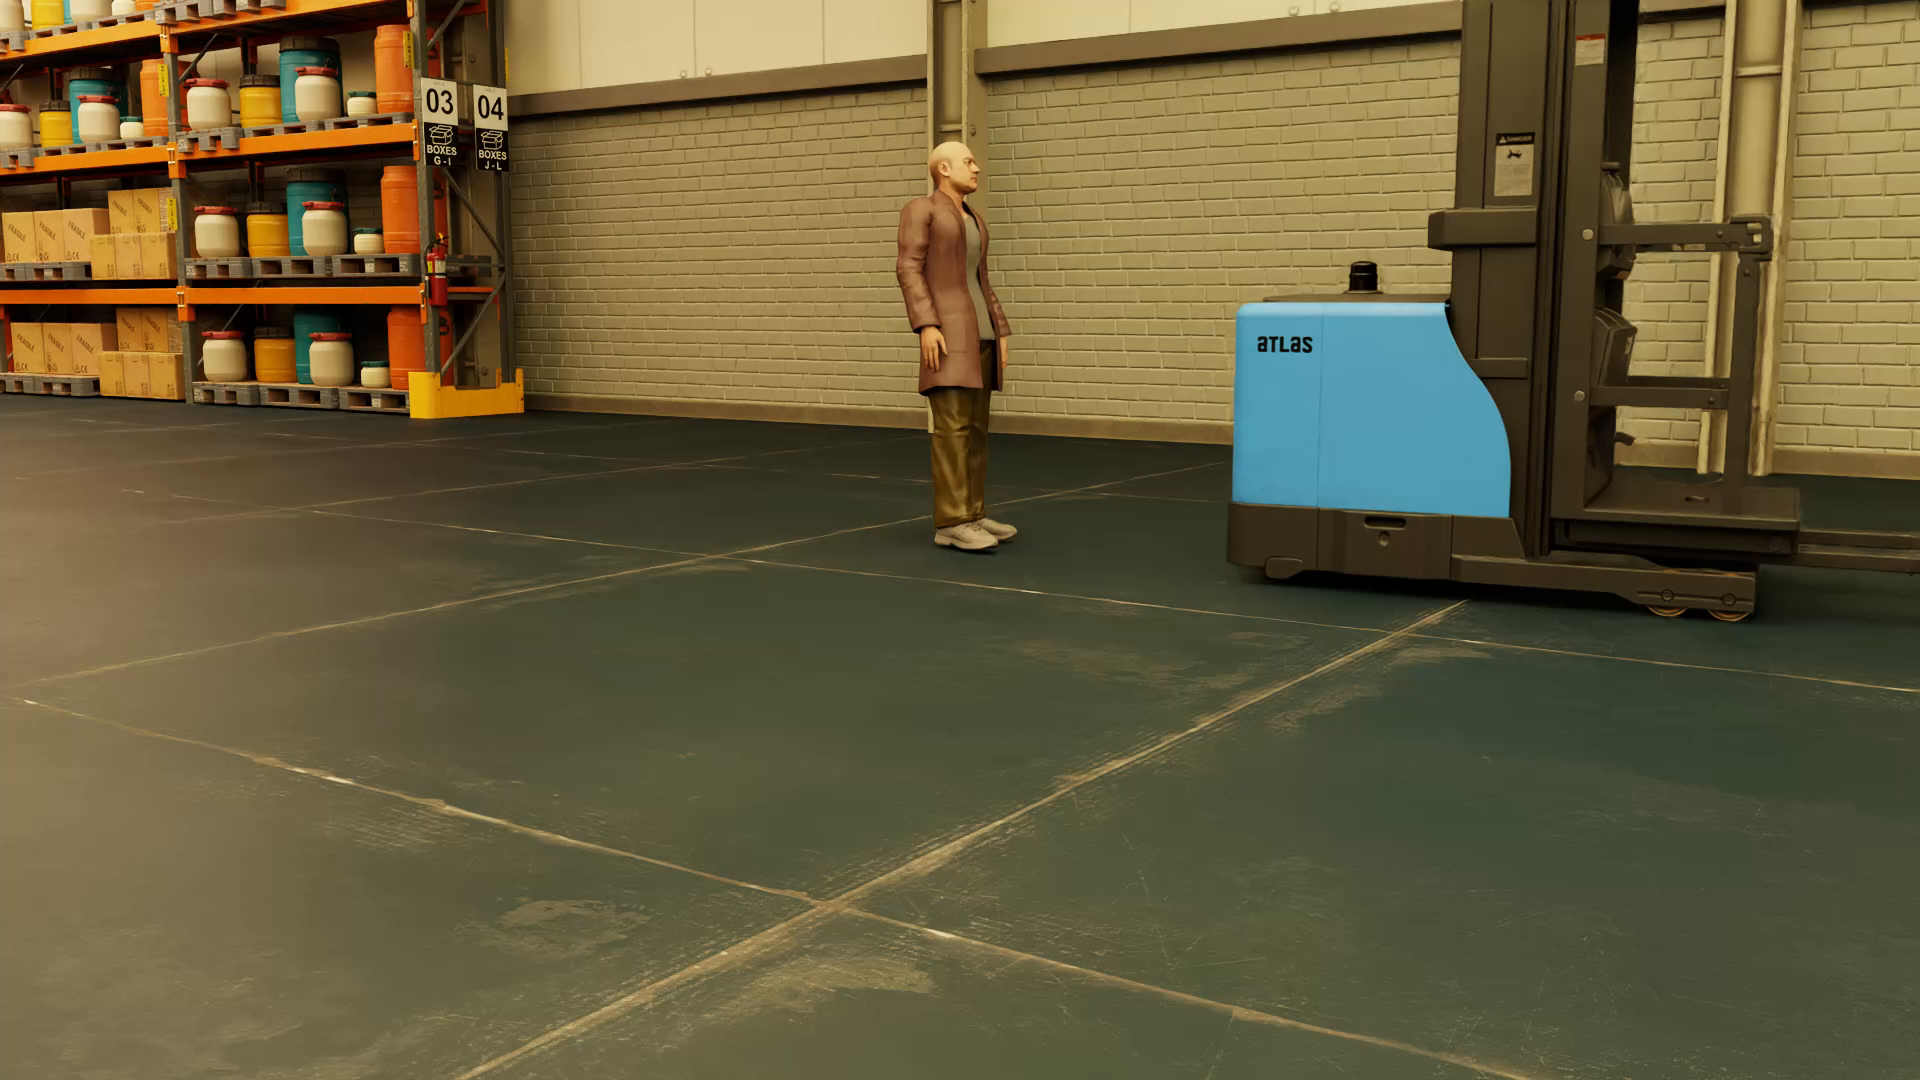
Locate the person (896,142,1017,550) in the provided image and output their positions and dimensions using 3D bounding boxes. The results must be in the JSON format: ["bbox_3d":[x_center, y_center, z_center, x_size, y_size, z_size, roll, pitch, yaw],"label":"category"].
[{"bbox_3d":[0.074,-0.880,7.423,0.579,1.778,0.696,5,10,34],"label":"person"}]

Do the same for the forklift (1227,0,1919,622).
[{"bbox_3d":[2.595,-1.258,6.040,3.031,2.935,1.130,4,9,26],"label":"forklift"}]
